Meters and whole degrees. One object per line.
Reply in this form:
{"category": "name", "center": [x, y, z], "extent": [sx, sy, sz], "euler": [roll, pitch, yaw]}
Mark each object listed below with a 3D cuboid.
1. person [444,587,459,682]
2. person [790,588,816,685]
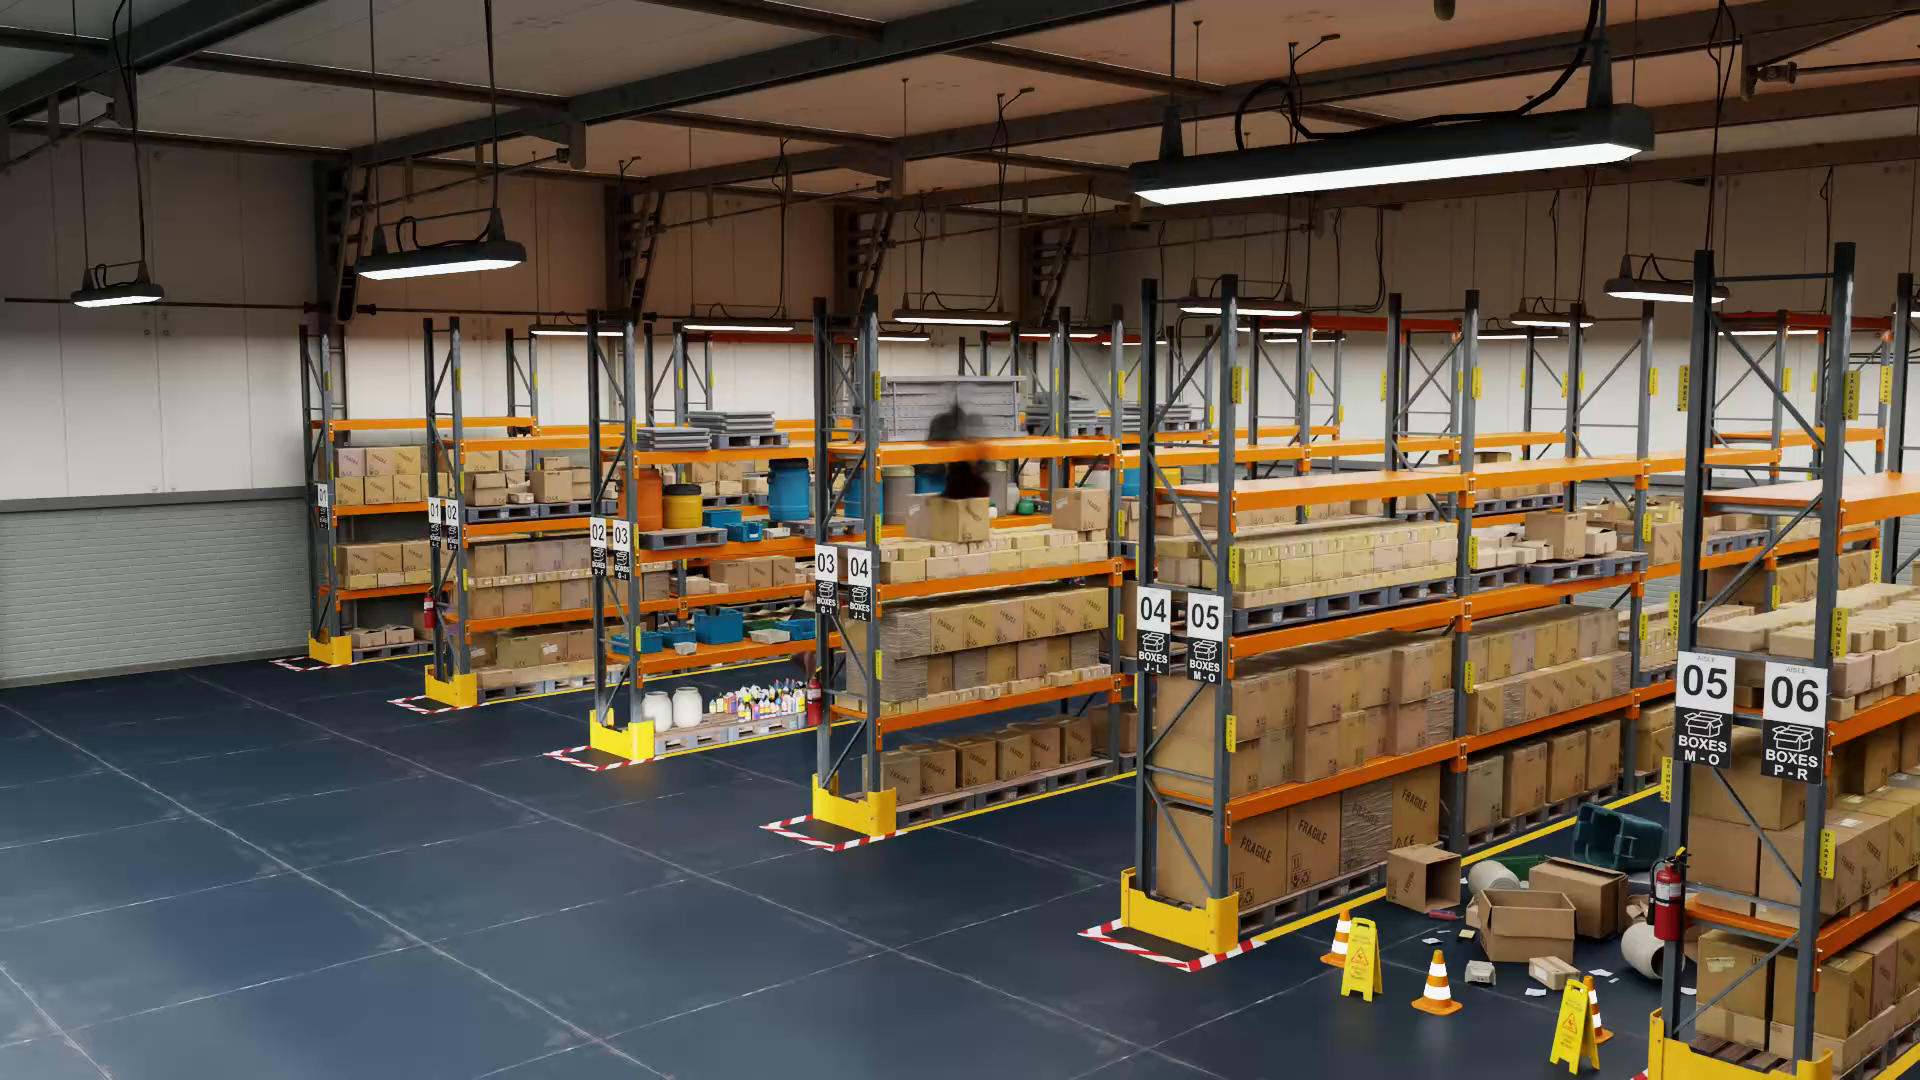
{"category": "person", "center": [-8.402, 1.568, 27.789], "extent": [0.553, 1.591, 0.767], "euler": [5, 7, 40]}
{"category": "person", "center": [-2.523, 1.595, 27.323], "extent": [0.580, 1.624, 0.533], "euler": [5, 8, 40]}
